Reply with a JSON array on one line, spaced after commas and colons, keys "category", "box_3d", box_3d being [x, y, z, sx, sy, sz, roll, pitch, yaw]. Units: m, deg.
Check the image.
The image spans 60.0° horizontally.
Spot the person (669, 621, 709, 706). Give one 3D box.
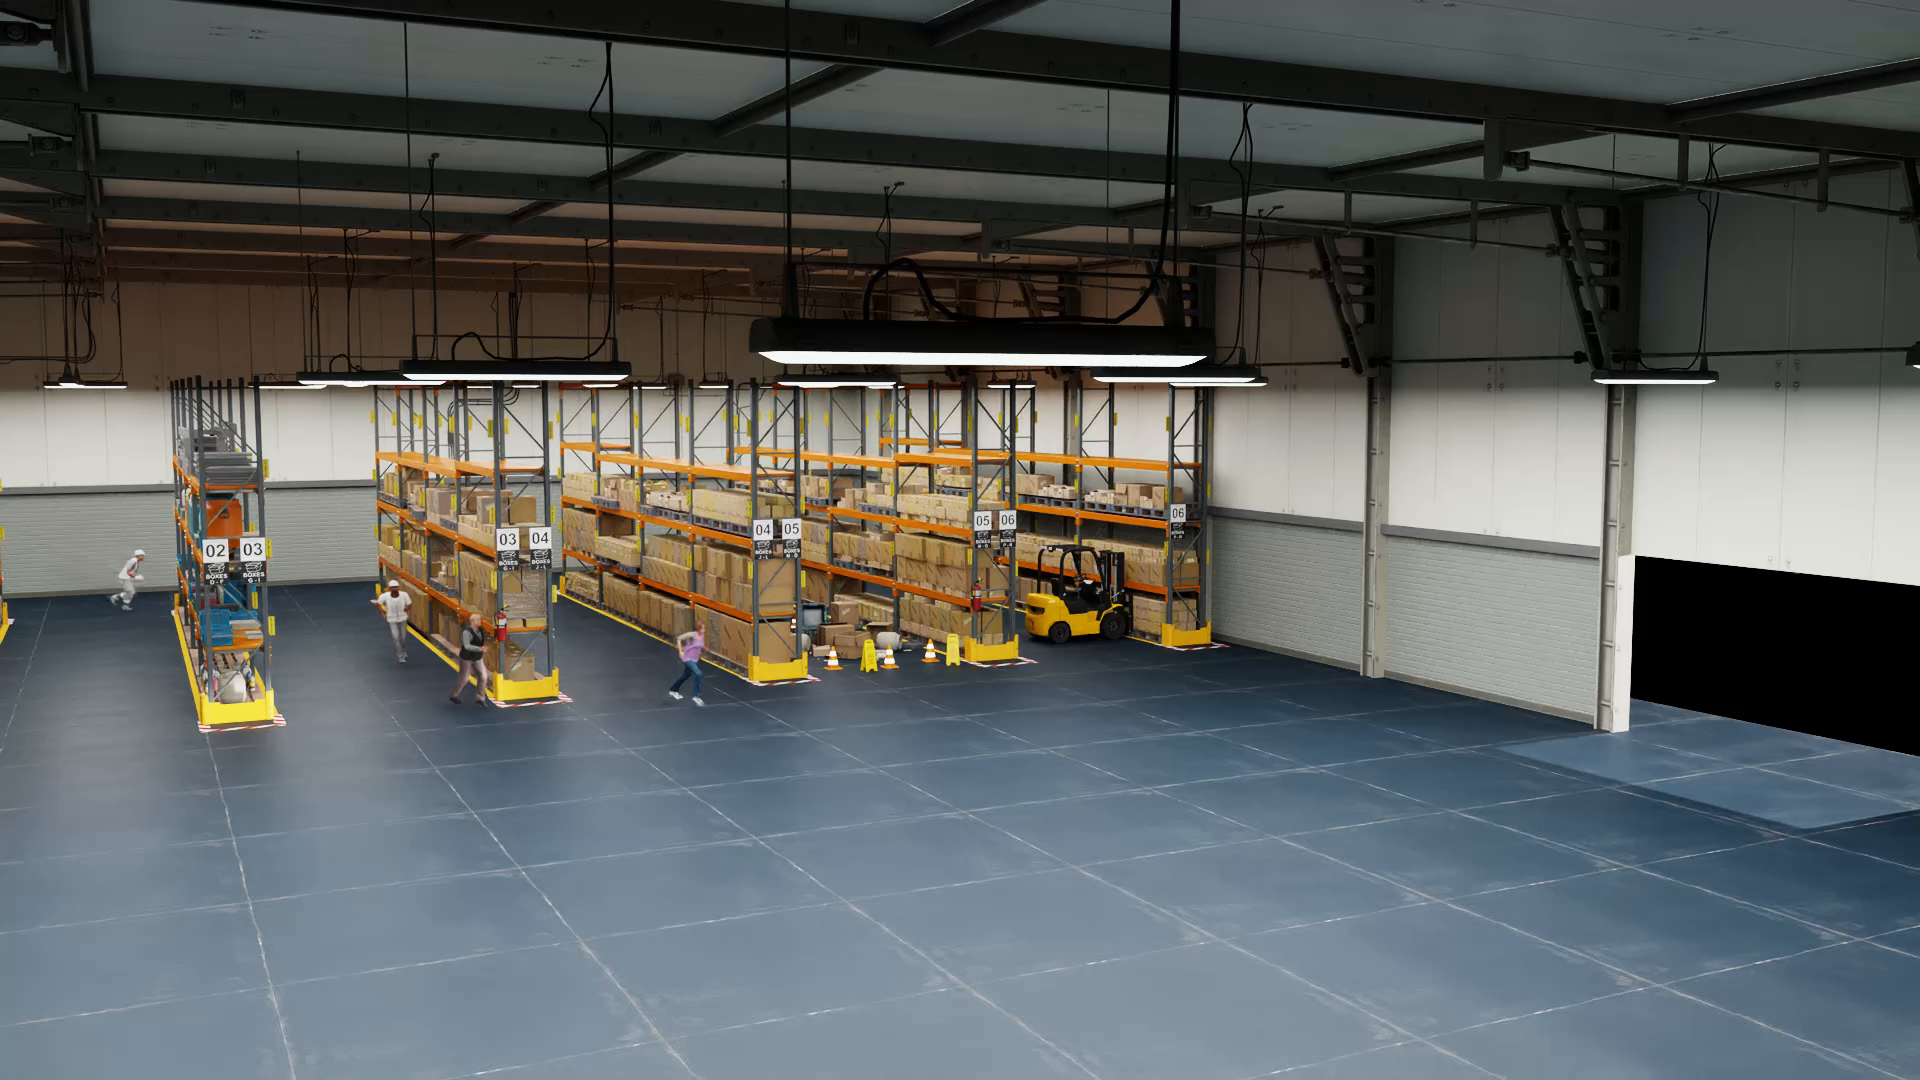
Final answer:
[{"category": "person", "box_3d": [-4.981, 2.253, 30.503, 0.878, 1.572, 0.567, 2, 6, 26]}]

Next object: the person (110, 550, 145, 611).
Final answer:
[{"category": "person", "box_3d": [-21.781, 1.056, 43.554, 0.929, 1.598, 0.668, -1, 5, -11]}]

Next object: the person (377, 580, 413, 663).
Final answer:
[{"category": "person", "box_3d": [-11.948, 1.704, 35.229, 0.695, 1.738, 0.870, -3, 6, -31]}]

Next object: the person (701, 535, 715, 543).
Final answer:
[{"category": "person", "box_3d": [-7.974, 0.191, 52.685, 0.732, 1.736, 0.913, 3, 6, 30]}]

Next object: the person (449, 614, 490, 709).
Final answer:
[{"category": "person", "box_3d": [-8.816, 2.204, 30.062, 1.028, 1.757, 0.599, 2, 6, 26]}]
